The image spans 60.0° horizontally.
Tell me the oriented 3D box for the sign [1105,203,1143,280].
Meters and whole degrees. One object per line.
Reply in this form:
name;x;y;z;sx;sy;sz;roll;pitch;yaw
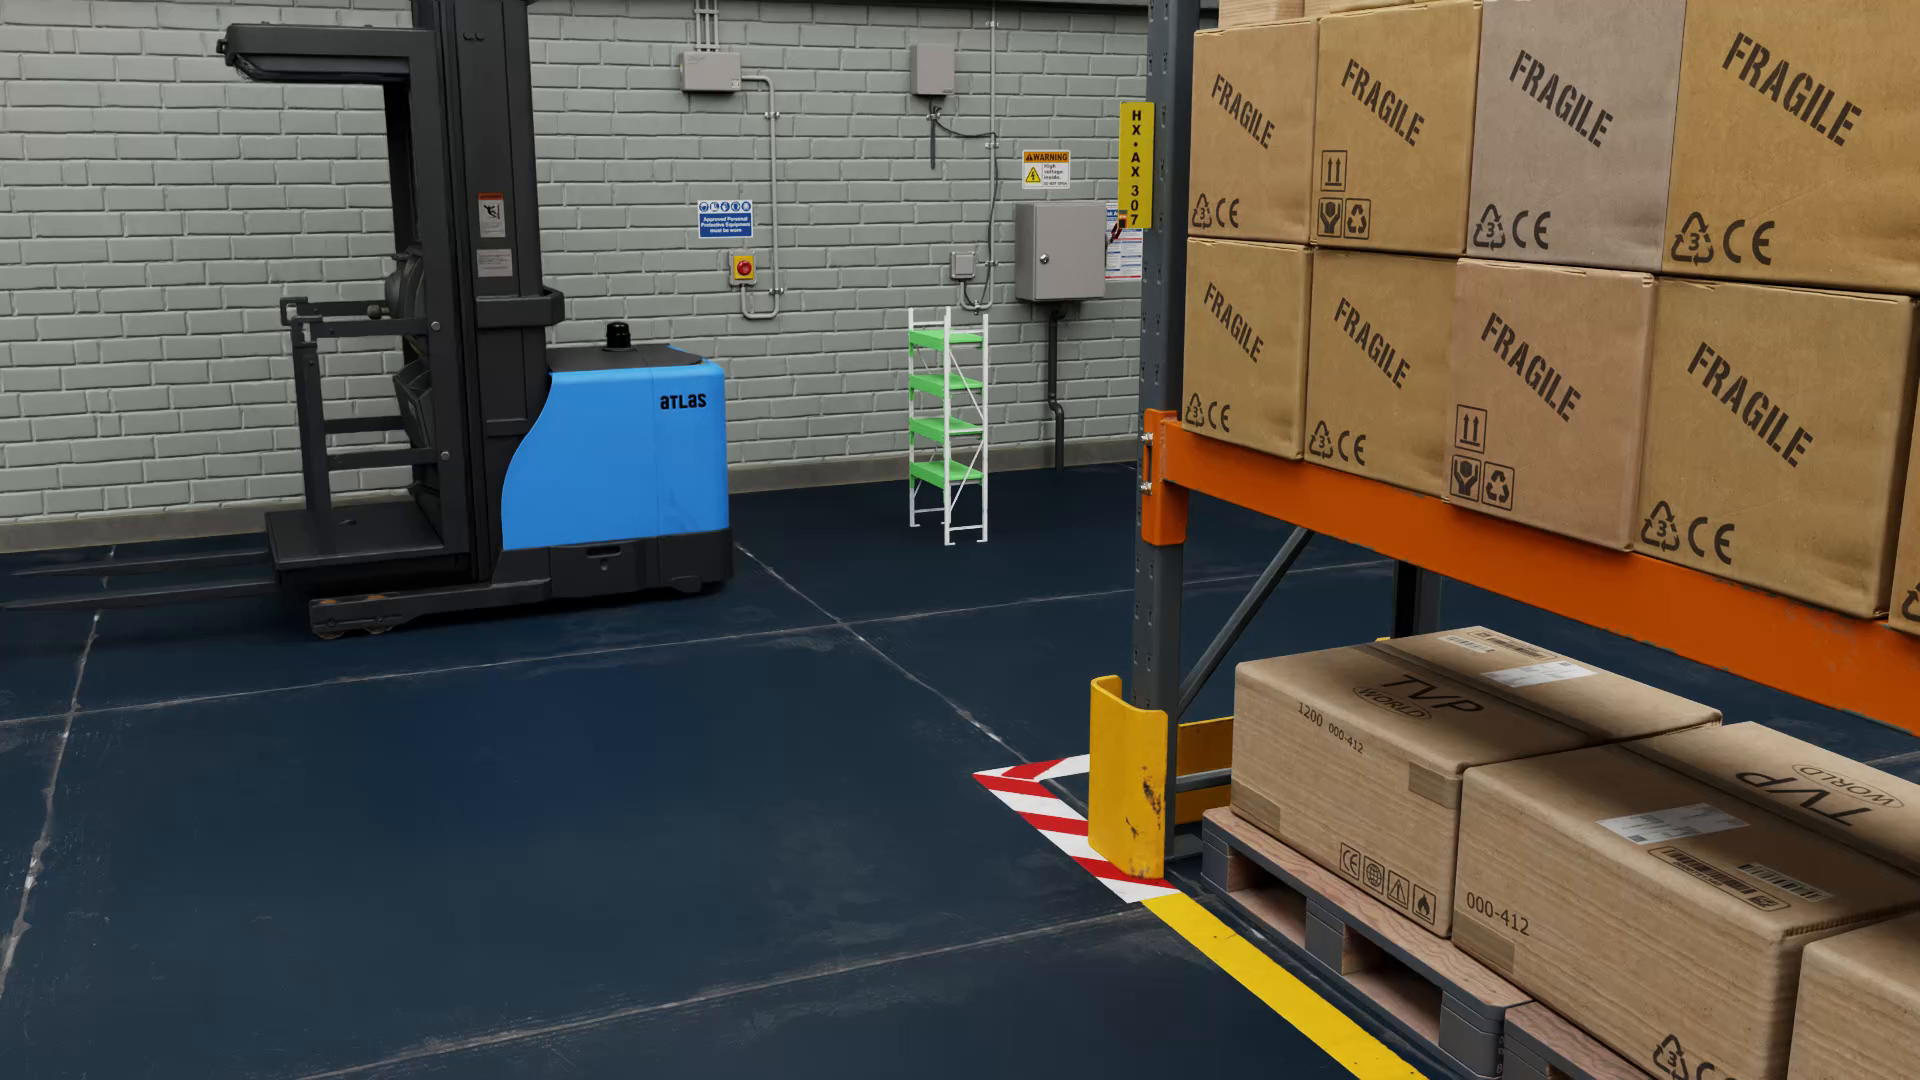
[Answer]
sign;1.048;-1.941;10.814;0.329;0.494;0.001;-6;14;-23

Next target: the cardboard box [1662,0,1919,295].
cardboard box;1.534;-0.673;2.688;0.500;0.500;0.500;-6;14;-23

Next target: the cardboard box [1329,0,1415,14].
cardboard box;1.033;-1.219;3.606;0.380;0.149;0.250;-5;14;-21

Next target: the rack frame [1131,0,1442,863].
rack frame;0.975;-0.577;4.711;1.000;3.000;0.127;-6;14;-23

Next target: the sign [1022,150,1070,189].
sign;0.545;-2.340;10.495;0.339;0.242;0.001;-6;14;-23

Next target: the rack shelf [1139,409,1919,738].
rack shelf;1.777;0.187;3.007;1.077;0.370;4.000;-6;14;-23

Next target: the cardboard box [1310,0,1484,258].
cardboard box;1.120;-0.882;3.589;0.500;0.500;0.500;-6;14;-24

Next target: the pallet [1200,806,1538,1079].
pallet;1.367;0.940;4.342;1.003;0.211;1.213;-6;14;-23

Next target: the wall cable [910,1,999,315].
wall cable;-0.010;-2.365;10.185;0.588;1.984;0.122;-6;14;-23

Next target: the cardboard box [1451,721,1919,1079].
cardboard box;1.706;0.782;3.589;0.875;0.438;0.875;-5;14;-21

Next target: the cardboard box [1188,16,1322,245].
cardboard box;0.907;-0.988;4.048;0.500;0.500;0.500;-6;14;-24

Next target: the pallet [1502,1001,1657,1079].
pallet;1.852;1.191;3.255;1.003;0.211;1.213;-6;14;-23

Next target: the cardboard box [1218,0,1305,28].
cardboard box;0.864;-1.331;4.089;0.380;0.149;0.250;-5;14;-22

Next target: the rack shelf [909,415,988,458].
rack shelf;-0.066;-0.557;8.897;0.258;0.148;0.480;-6;14;-23

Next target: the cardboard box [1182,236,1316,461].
cardboard box;0.905;-0.501;4.159;0.500;0.500;0.500;-6;14;-23

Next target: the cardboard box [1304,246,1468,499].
cardboard box;1.133;-0.399;3.719;0.500;0.500;0.500;-6;14;-24

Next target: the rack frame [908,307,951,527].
rack frame;-0.164;-0.669;9.100;0.240;1.200;0.015;-6;14;-23

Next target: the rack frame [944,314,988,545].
rack frame;0.031;-0.568;8.665;0.240;1.200;0.015;-6;14;-23

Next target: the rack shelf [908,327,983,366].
rack shelf;-0.066;-1.024;8.789;0.258;0.148;0.480;-6;14;-23

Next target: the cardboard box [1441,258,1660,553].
cardboard box;1.320;-0.292;3.258;0.500;0.500;0.500;-6;14;-23

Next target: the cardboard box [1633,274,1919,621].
cardboard box;1.536;-0.190;2.817;0.500;0.500;0.500;-5;14;-21

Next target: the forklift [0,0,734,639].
forklift;-2.626;-1.143;7.309;3.031;2.935;1.130;-6;14;-24

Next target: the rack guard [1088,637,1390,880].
rack guard;0.966;0.636;5.015;1.175;0.500;0.348;-6;14;-23

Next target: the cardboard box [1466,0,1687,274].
cardboard box;1.333;-0.776;3.133;0.500;0.500;0.500;-6;14;-23

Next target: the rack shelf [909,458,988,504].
rack shelf;-0.066;-0.323;8.951;0.258;0.148;0.480;-6;14;-23

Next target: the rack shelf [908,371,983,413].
rack shelf;-0.066;-0.790;8.843;0.258;0.148;0.480;-6;14;-23

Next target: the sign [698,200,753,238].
sign;-1.373;-1.880;9.741;0.327;0.218;0.001;-6;14;-23

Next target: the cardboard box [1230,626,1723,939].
cardboard box;1.331;0.594;4.403;0.875;0.438;0.875;-6;14;-25

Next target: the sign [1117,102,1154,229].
sign;0.465;-0.989;4.393;0.100;0.325;0.005;-6;14;-23

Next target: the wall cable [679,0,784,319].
wall cable;-1.305;-2.250;9.618;0.585;1.953;0.123;-6;14;-23

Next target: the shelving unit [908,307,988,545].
shelving unit;-0.066;-0.619;8.882;0.258;1.200;0.503;-6;14;-23

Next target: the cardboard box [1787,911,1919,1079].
cardboard box;2.065;0.969;2.783;0.875;0.438;0.875;-6;14;-25

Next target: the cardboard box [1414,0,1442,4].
cardboard box;1.155;-1.166;3.378;0.380;0.149;0.250;-6;14;-25

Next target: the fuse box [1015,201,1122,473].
fuse box;0.678;-1.272;10.570;0.539;1.711;0.414;-6;14;-23

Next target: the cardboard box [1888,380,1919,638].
cardboard box;1.732;-0.081;2.344;0.500;0.500;0.500;-6;14;-24

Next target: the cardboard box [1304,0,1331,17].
cardboard box;1.034;-1.283;3.883;0.380;0.149;0.250;-5;14;-22
